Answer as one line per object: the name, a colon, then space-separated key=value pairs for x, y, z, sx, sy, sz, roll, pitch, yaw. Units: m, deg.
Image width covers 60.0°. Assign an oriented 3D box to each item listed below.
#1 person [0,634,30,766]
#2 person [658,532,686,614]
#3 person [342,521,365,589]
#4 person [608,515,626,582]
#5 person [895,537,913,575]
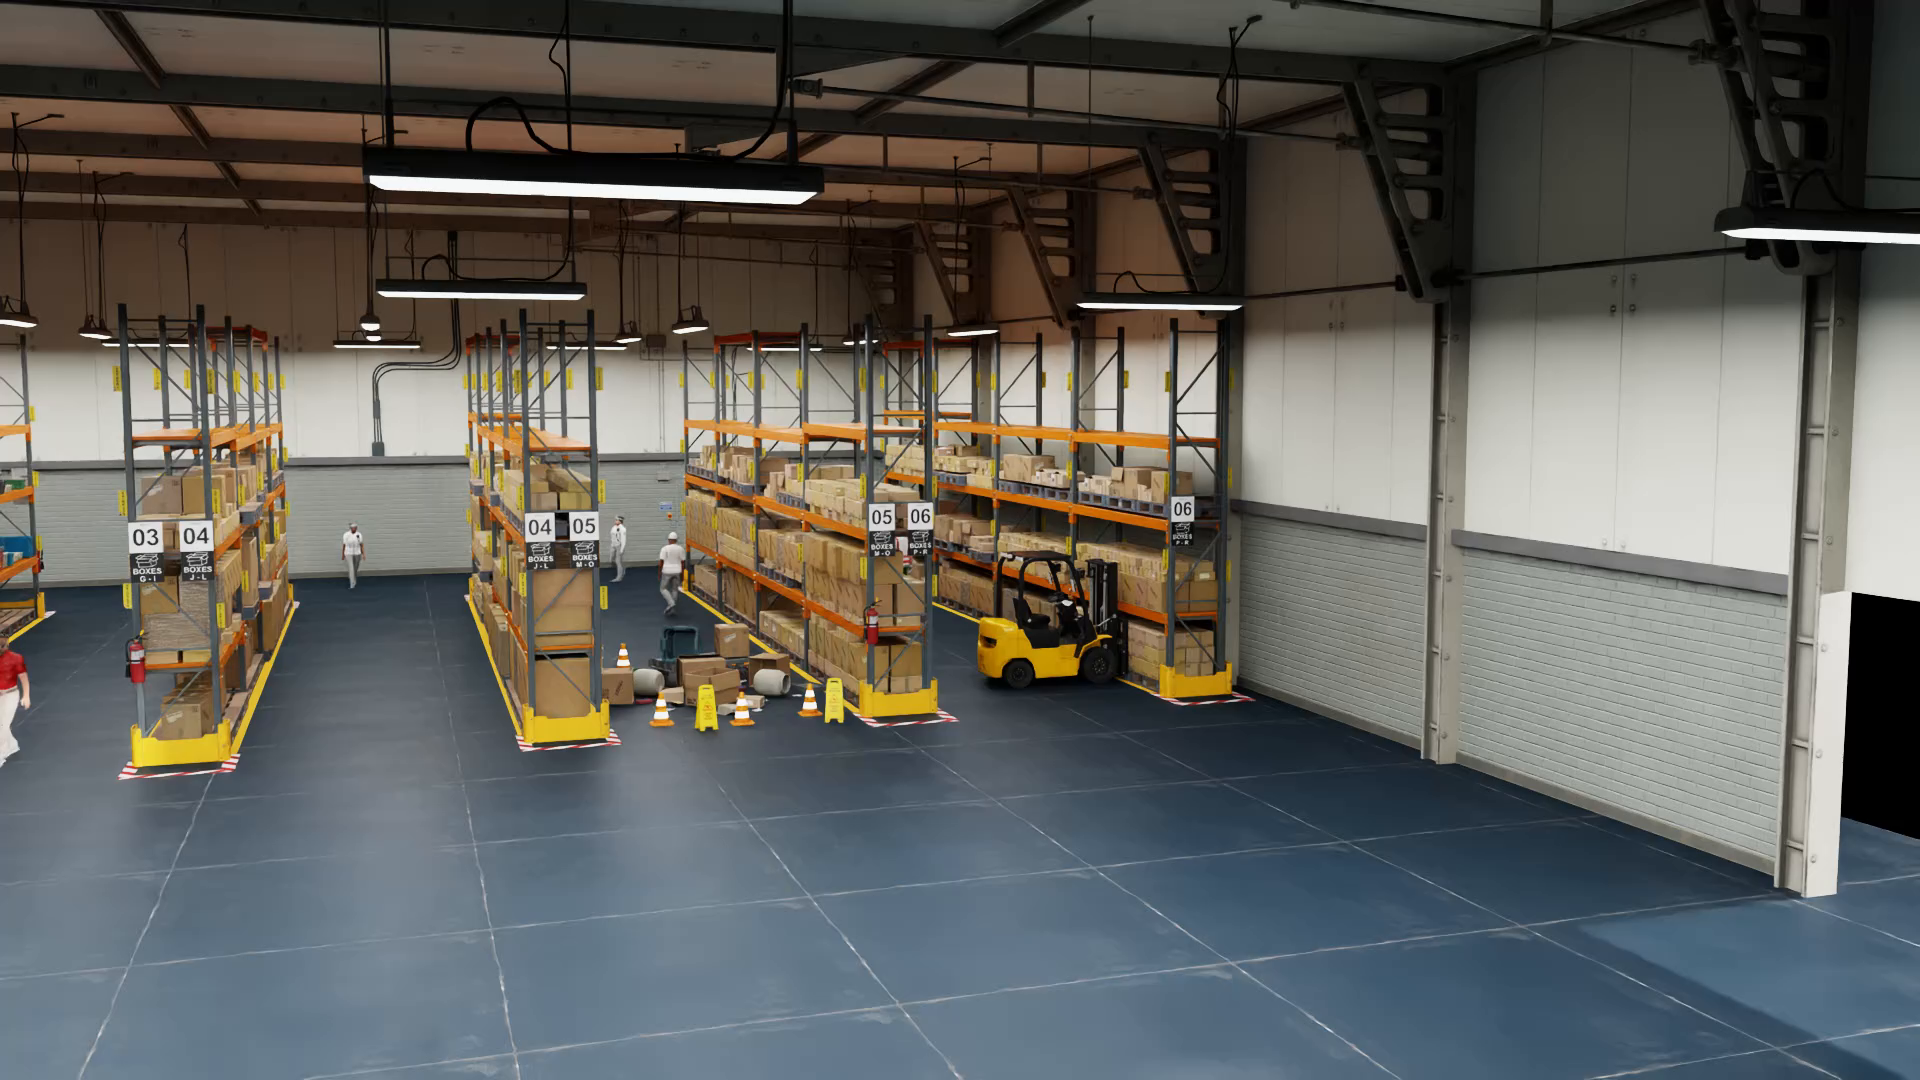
person: x=-12.597 y=2.105 z=21.873 sx=0.602 sy=1.760 sz=0.729 roll=0 pitch=5 yaw=3
person: x=-6.178 y=0.723 z=35.737 sx=0.608 sy=1.761 sz=0.527 roll=-3 pitch=6 yaw=-29
person: x=-14.761 y=0.342 z=40.470 sx=0.492 sy=1.612 sz=1.062 roll=-3 pitch=6 yaw=-30
person: x=-8.563 y=0.193 z=41.768 sx=0.493 sy=1.681 sz=0.553 roll=4 pitch=7 yaw=37
person: x=-1.261 y=0.537 z=35.259 sx=0.590 sy=1.736 sz=0.535 roll=-3 pitch=6 yaw=-29
